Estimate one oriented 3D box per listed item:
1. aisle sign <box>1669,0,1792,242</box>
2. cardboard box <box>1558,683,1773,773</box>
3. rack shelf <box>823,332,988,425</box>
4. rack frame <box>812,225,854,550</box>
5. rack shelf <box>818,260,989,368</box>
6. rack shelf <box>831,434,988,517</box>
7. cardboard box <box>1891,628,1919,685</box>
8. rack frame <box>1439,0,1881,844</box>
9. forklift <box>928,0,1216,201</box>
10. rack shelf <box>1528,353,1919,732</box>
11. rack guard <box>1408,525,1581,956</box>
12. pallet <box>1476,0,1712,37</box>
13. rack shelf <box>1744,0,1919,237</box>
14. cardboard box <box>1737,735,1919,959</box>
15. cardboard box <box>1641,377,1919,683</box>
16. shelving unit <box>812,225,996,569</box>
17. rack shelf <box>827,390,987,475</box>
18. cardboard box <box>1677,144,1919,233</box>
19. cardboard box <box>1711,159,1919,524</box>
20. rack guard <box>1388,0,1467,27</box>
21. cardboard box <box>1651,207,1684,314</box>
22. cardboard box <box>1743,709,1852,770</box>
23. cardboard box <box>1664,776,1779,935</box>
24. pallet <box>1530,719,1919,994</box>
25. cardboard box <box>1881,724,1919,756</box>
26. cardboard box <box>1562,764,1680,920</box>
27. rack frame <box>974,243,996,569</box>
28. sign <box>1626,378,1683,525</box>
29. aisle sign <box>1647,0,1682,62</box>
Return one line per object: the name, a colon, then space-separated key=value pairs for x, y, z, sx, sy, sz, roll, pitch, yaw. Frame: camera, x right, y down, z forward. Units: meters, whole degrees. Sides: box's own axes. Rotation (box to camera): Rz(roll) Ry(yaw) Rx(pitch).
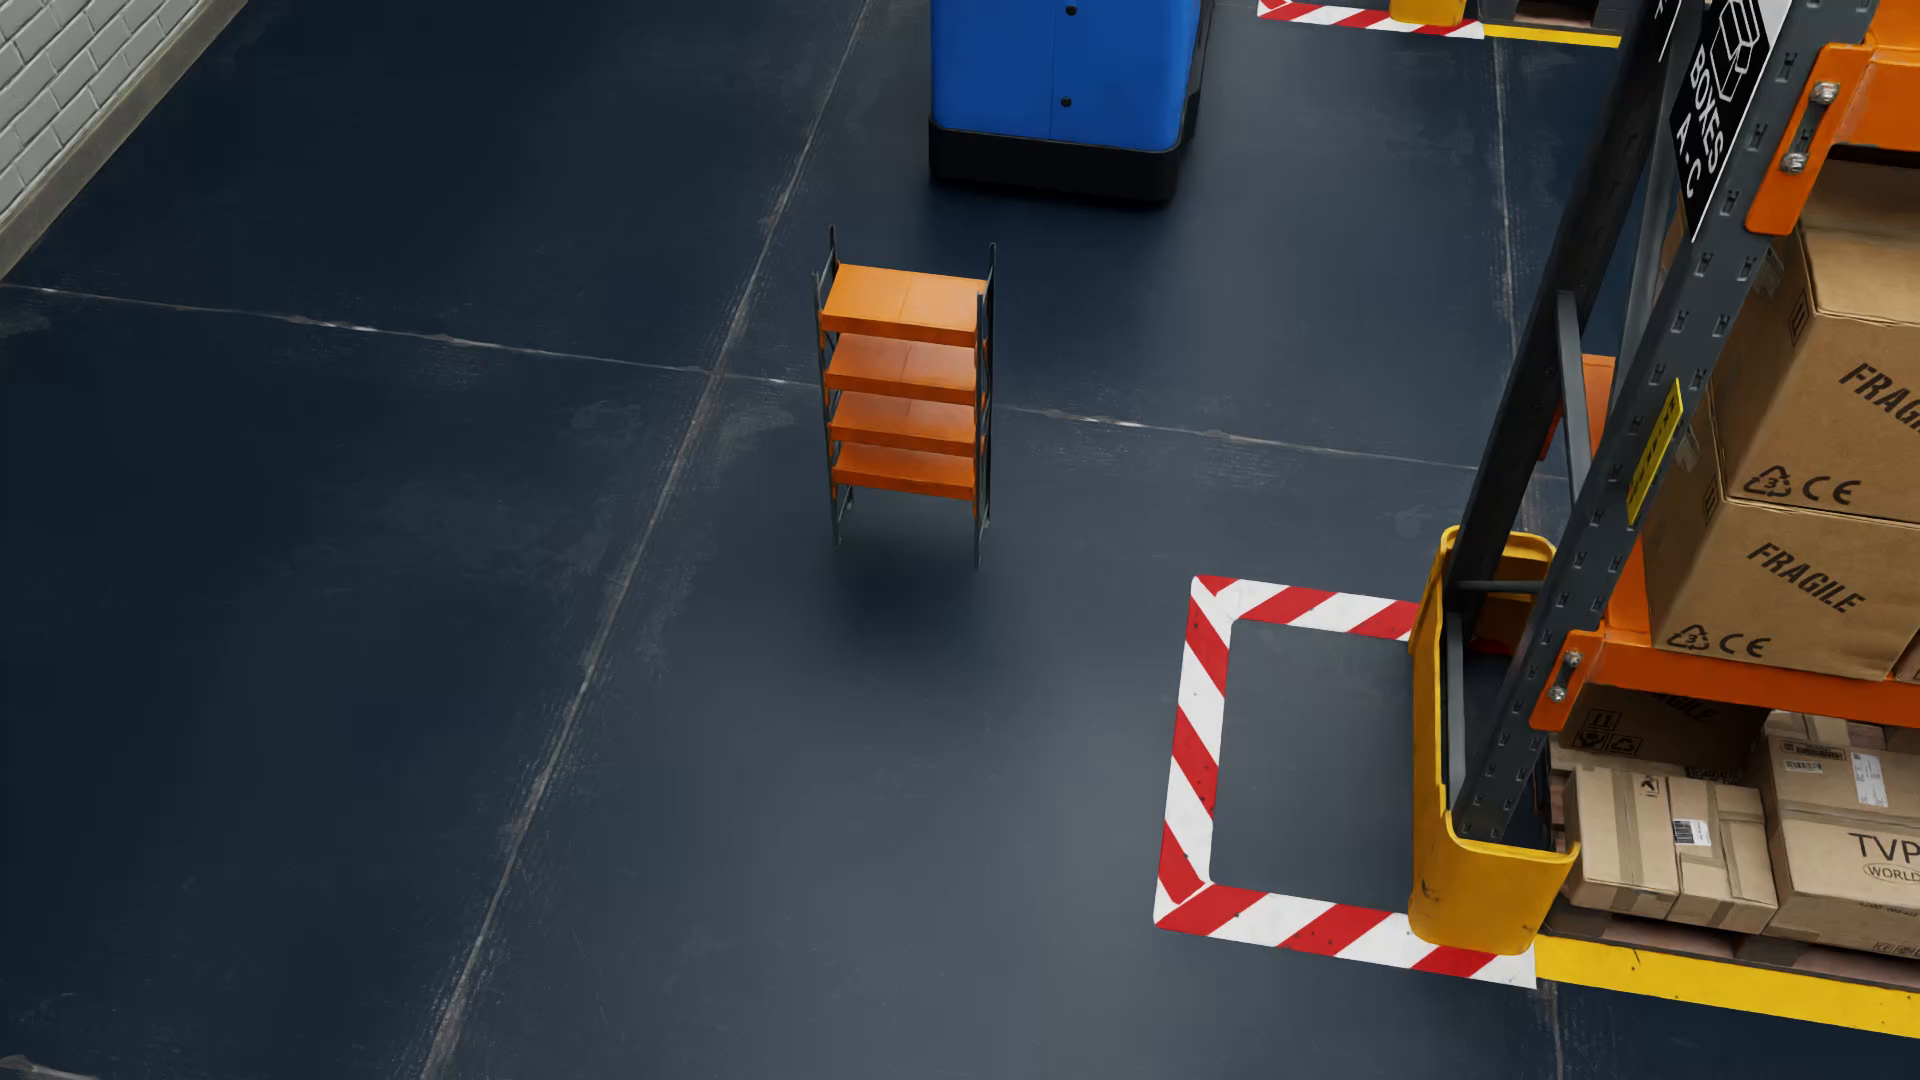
aisle sign: x=1.355 y=-0.944 z=2.834 sx=0.004 sy=0.787 sz=0.394 roll=8 pitch=49 yaw=7
cardboard box: x=2.053 y=0.299 z=4.849 sx=0.500 sy=0.500 sz=0.500 roll=8 pitch=49 yaw=7
rack shelf: x=-0.163 y=-0.527 z=5.207 sx=0.480 sy=0.148 sz=0.258 roll=8 pitch=49 yaw=7
rack frame: x=-0.403 y=-0.455 z=5.352 sx=0.015 sy=1.200 sz=0.240 roll=8 pitch=49 yaw=7
rack shelf: x=-0.163 y=-0.686 z=5.031 sx=0.480 sy=0.148 sz=0.258 roll=8 pitch=49 yaw=7
rack shelf: x=-0.163 y=-0.245 z=5.521 sx=0.480 sy=0.148 sz=0.258 roll=8 pitch=49 yaw=7
cardboard box: x=2.373 y=0.002 z=3.665 sx=0.500 sy=0.500 sz=0.500 roll=7 pitch=48 yaw=6
rack frame: x=1.474 y=-0.281 z=3.986 sx=0.127 sy=3.000 sz=1.000 roll=8 pitch=49 yaw=7
forklift: x=0.652 y=-3.506 z=6.930 sx=1.130 sy=2.935 sz=3.031 roll=8 pitch=49 yaw=7
rack shelf: x=3.442 y=0.224 z=4.016 sx=4.000 sy=0.370 sz=1.077 roll=8 pitch=49 yaw=7
rack guard: x=1.549 y=0.564 z=4.907 sx=0.348 sy=0.500 sz=1.175 roll=8 pitch=49 yaw=7
pallet: x=3.164 y=-2.837 z=8.157 sx=1.213 sy=0.211 sz=1.003 roll=8 pitch=49 yaw=7
rack shelf: x=3.442 y=-0.779 z=2.900 sx=4.000 sy=0.370 sz=1.077 roll=8 pitch=49 yaw=7
cardboard box: x=2.451 y=0.837 z=4.534 sx=0.500 sy=0.250 sz=0.500 roll=8 pitch=49 yaw=7
cardboard box: x=1.864 y=-0.063 z=3.723 sx=0.500 sy=0.500 sz=0.500 roll=9 pitch=49 yaw=8
shelving unit: x=-0.163 y=-0.423 z=5.323 sx=0.503 sy=1.200 sz=0.258 roll=8 pitch=49 yaw=7
rack shelf: x=-0.163 y=-0.378 z=5.373 sx=0.480 sy=0.148 sz=0.258 roll=8 pitch=49 yaw=7
cardboard box: x=1.961 y=-0.791 z=3.705 sx=0.500 sy=0.500 sz=0.500 roll=7 pitch=48 yaw=6
cardboard box: x=1.864 y=-0.397 z=3.351 sx=0.500 sy=0.500 sz=0.500 roll=9 pitch=49 yaw=8
rack guard: x=2.333 y=-3.064 z=8.167 sx=0.348 sy=0.500 sz=1.175 roll=8 pitch=49 yaw=7
cardboard box: x=1.963 y=-0.454 z=4.075 sx=0.500 sy=0.500 sz=0.500 roll=9 pitch=49 yaw=8
cardboard box: x=2.436 y=0.530 z=4.866 sx=0.250 sy=0.166 sz=0.380 roll=8 pitch=49 yaw=7
cardboard box: x=2.071 y=0.859 z=4.571 sx=0.250 sy=0.166 sz=0.380 roll=8 pitch=49 yaw=7
pallet: x=2.334 y=0.766 z=4.920 sx=1.213 sy=0.211 sz=1.003 roll=8 pitch=49 yaw=7
cardboard box: x=2.983 y=0.530 z=4.810 sx=0.500 sy=0.250 sz=0.500 roll=8 pitch=49 yaw=7
cardboard box: x=1.825 y=0.832 z=4.607 sx=0.250 sy=0.149 sz=0.380 roll=8 pitch=49 yaw=7
rack frame: x=0.077 y=-0.391 z=5.294 sx=0.015 sy=1.200 sz=0.240 roll=8 pitch=49 yaw=7
sign: x=1.378 y=-0.173 z=3.307 sx=0.005 sy=0.325 sz=0.100 roll=8 pitch=49 yaw=7
aisle sign: x=1.462 y=-1.383 z=3.229 sx=0.004 sy=0.787 sz=0.394 roll=8 pitch=49 yaw=7
